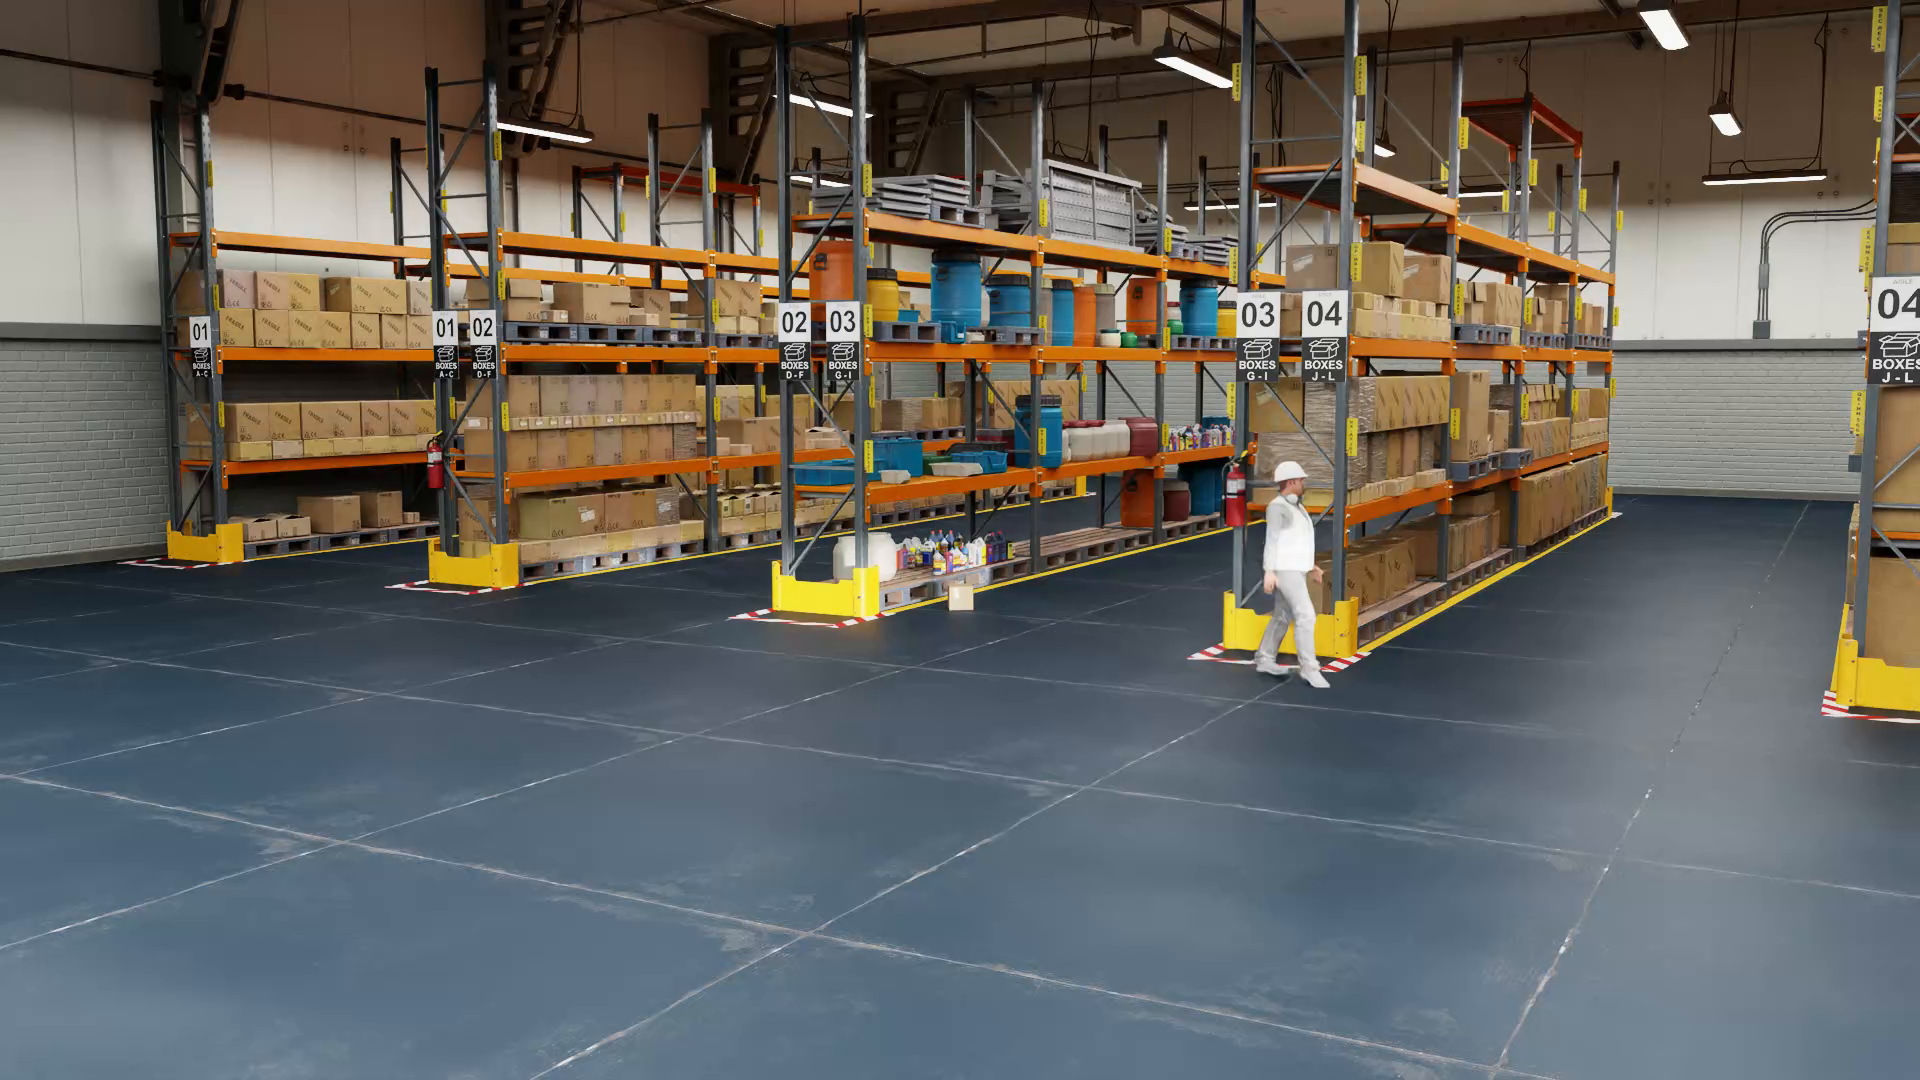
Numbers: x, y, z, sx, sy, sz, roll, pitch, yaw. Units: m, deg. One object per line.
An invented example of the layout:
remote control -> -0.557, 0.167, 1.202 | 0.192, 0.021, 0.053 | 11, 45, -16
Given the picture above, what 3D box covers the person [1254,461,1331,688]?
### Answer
person -> 2.742, 0.268, 13.518 | 0.717, 1.811, 0.572 | 3, 7, 28
